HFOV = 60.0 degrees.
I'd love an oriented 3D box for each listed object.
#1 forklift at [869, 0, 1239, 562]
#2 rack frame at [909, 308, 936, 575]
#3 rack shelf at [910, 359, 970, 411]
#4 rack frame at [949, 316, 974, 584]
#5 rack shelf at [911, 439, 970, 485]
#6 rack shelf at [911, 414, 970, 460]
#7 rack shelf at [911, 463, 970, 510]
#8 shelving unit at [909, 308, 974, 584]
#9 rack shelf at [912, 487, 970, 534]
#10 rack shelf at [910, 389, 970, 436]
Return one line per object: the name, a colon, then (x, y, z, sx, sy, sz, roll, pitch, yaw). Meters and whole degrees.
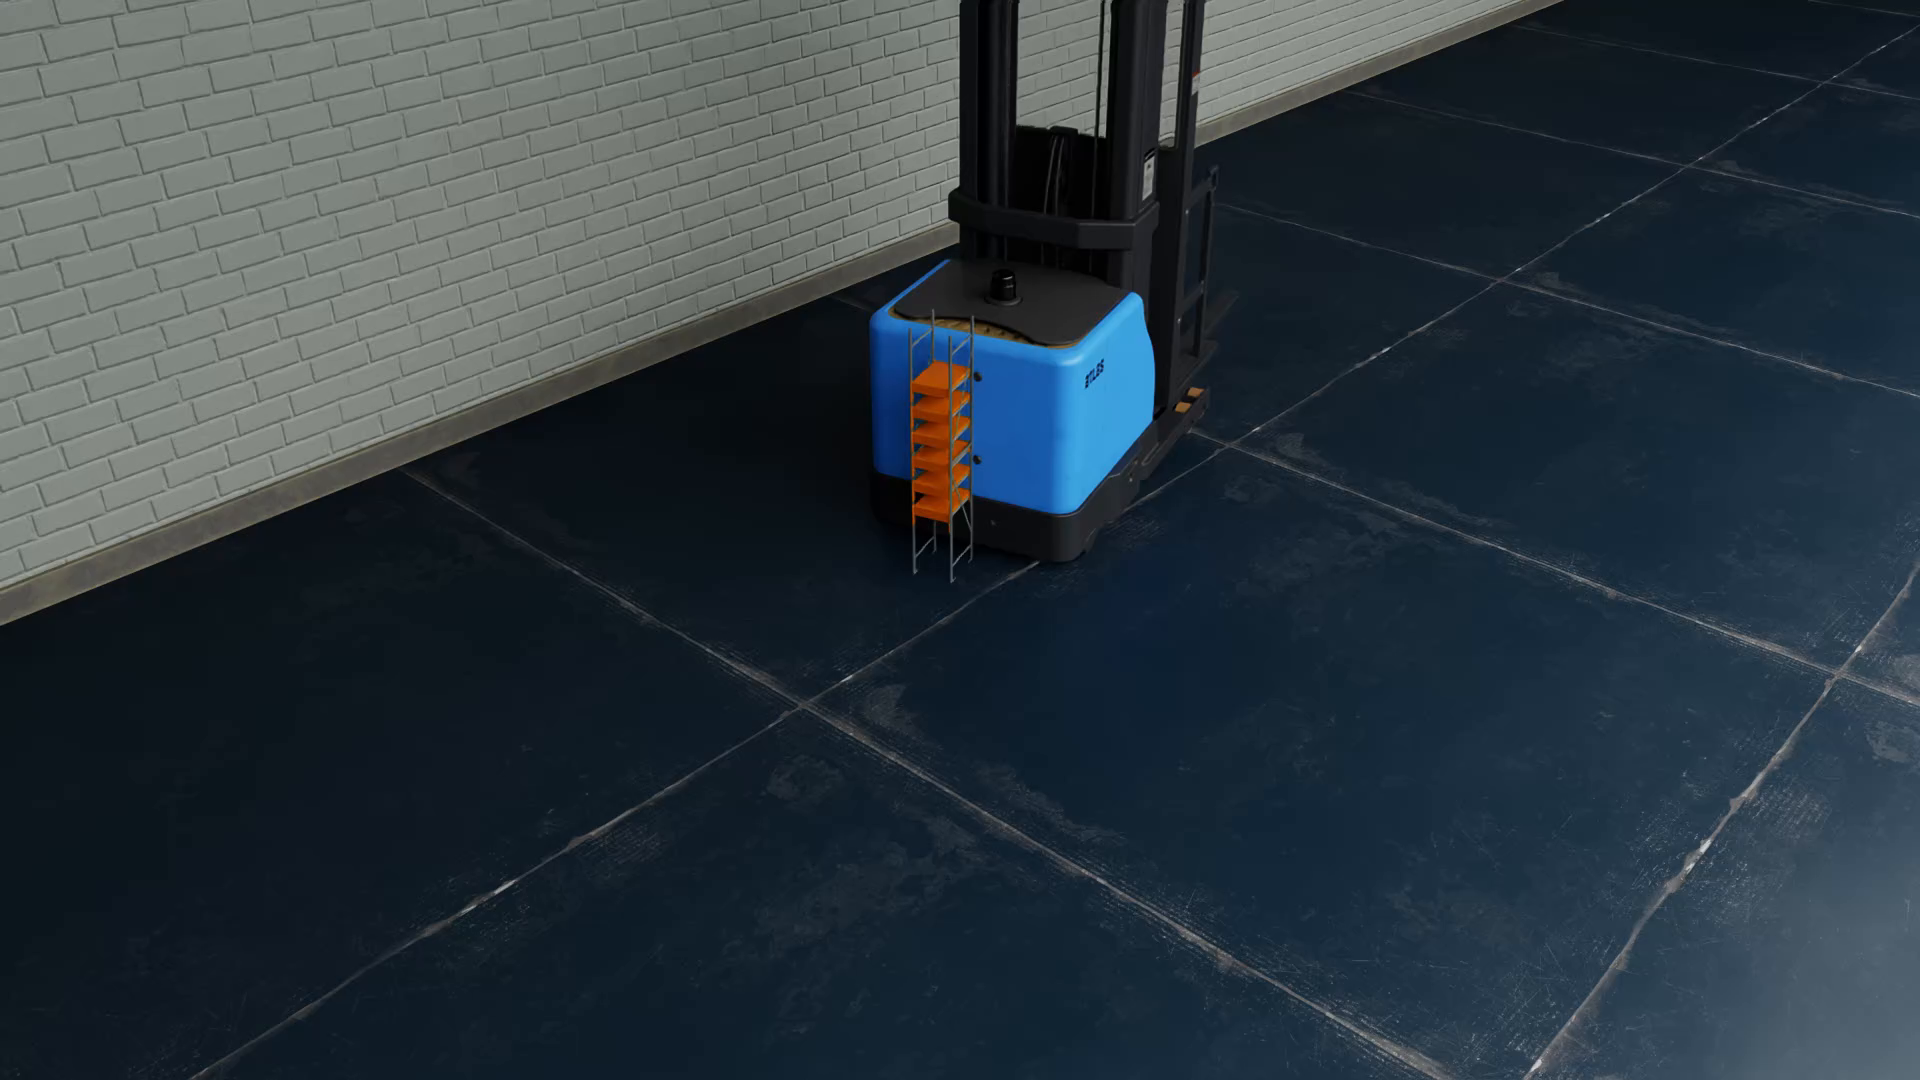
forklift: (0.676, -1.897, 8.059, 1.130, 2.935, 3.031, 14, 34, 22)
rack frame: (-0.161, -0.412, 7.271, 0.006, 1.200, 0.240, 13, 33, 21)
rack shelf: (-0.078, -0.663, 7.076, 0.180, 0.103, 0.258, 13, 33, 21)
rack frame: (0.006, -0.373, 7.206, 0.006, 1.200, 0.240, 13, 33, 21)
rack shelf: (-0.078, -0.354, 7.262, 0.180, 0.103, 0.258, 13, 33, 21)
rack shelf: (-0.078, -0.457, 7.200, 0.180, 0.103, 0.258, 13, 33, 21)
rack shelf: (-0.078, -0.252, 7.324, 0.180, 0.103, 0.258, 13, 33, 21)
shelving unit: (-0.078, -0.393, 7.239, 0.189, 1.200, 0.258, 13, 33, 21)
rack shelf: (-0.078, -0.149, 7.385, 0.180, 0.103, 0.258, 13, 33, 21)
rack shelf: (-0.078, -0.560, 7.138, 0.180, 0.103, 0.258, 13, 33, 21)
